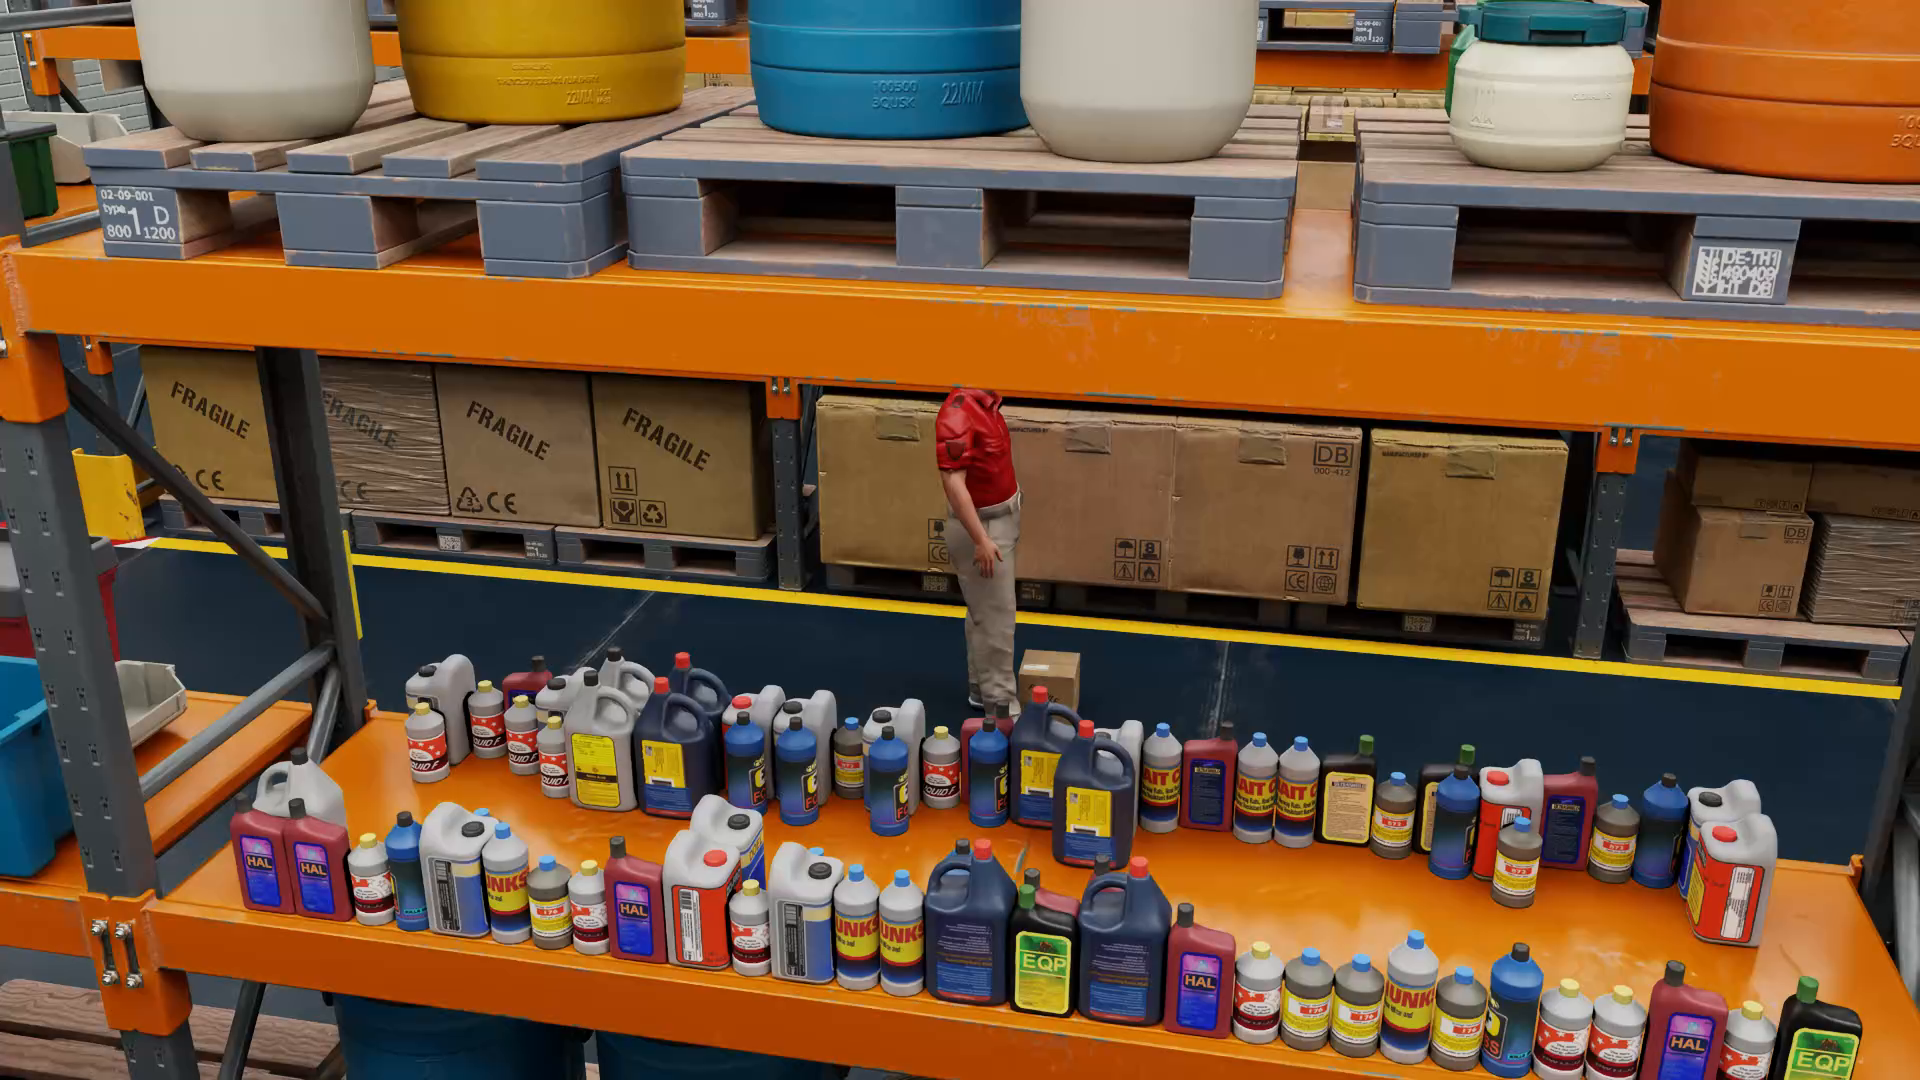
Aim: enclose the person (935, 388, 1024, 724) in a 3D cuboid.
[{"bbox_3d":[0.194,-0.033,7.170,0.551,1.727,0.640,4,22,9],"label":"person"}]
